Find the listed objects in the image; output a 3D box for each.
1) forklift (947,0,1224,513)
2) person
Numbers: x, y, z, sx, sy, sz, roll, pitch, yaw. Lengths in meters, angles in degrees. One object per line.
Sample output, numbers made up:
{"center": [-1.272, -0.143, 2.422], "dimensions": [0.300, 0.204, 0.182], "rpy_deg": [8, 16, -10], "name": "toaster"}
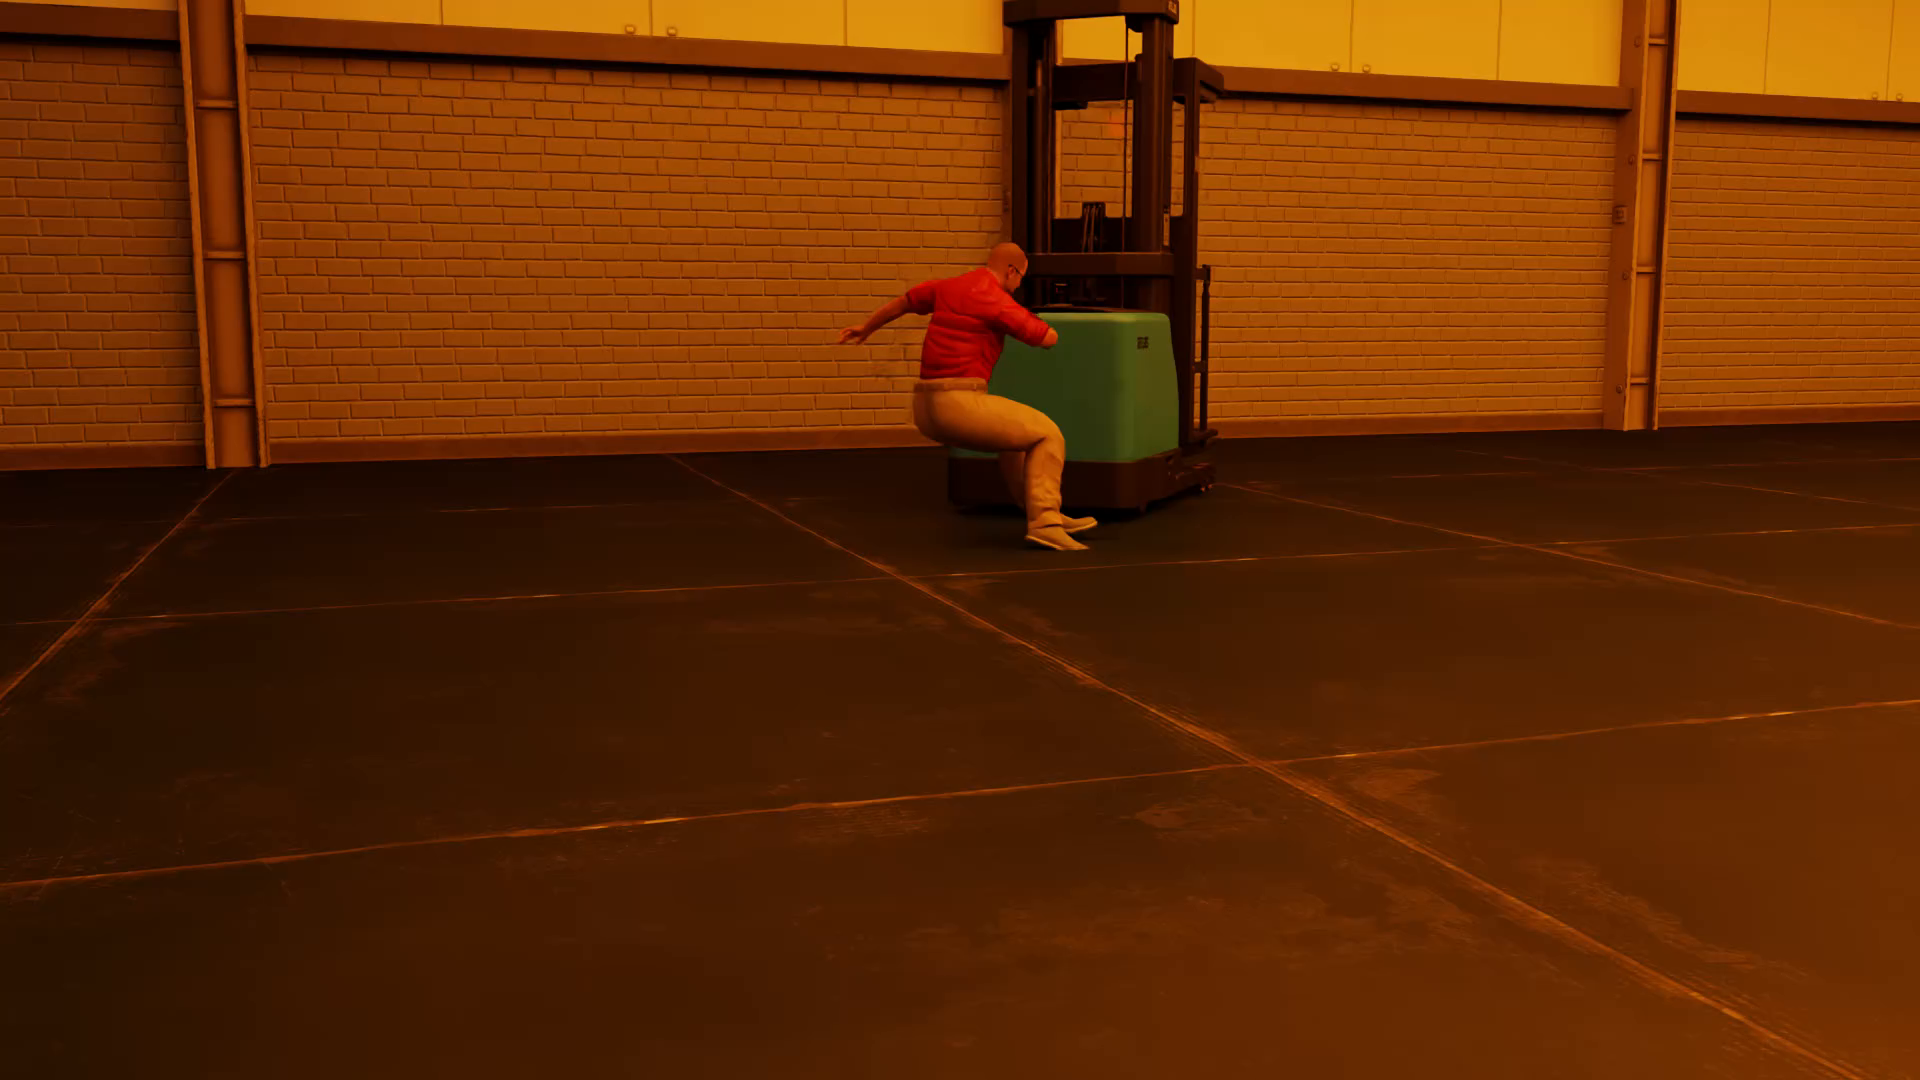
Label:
{"center": [0.931, -1.753, 9.938], "dimensions": [1.130, 2.935, 3.031], "rpy_deg": [3, 8, 21], "name": "forklift"}
{"center": [0.096, -0.680, 7.935], "dimensions": [0.938, 1.447, 1.215], "rpy_deg": [-5, 9, -31], "name": "person"}
